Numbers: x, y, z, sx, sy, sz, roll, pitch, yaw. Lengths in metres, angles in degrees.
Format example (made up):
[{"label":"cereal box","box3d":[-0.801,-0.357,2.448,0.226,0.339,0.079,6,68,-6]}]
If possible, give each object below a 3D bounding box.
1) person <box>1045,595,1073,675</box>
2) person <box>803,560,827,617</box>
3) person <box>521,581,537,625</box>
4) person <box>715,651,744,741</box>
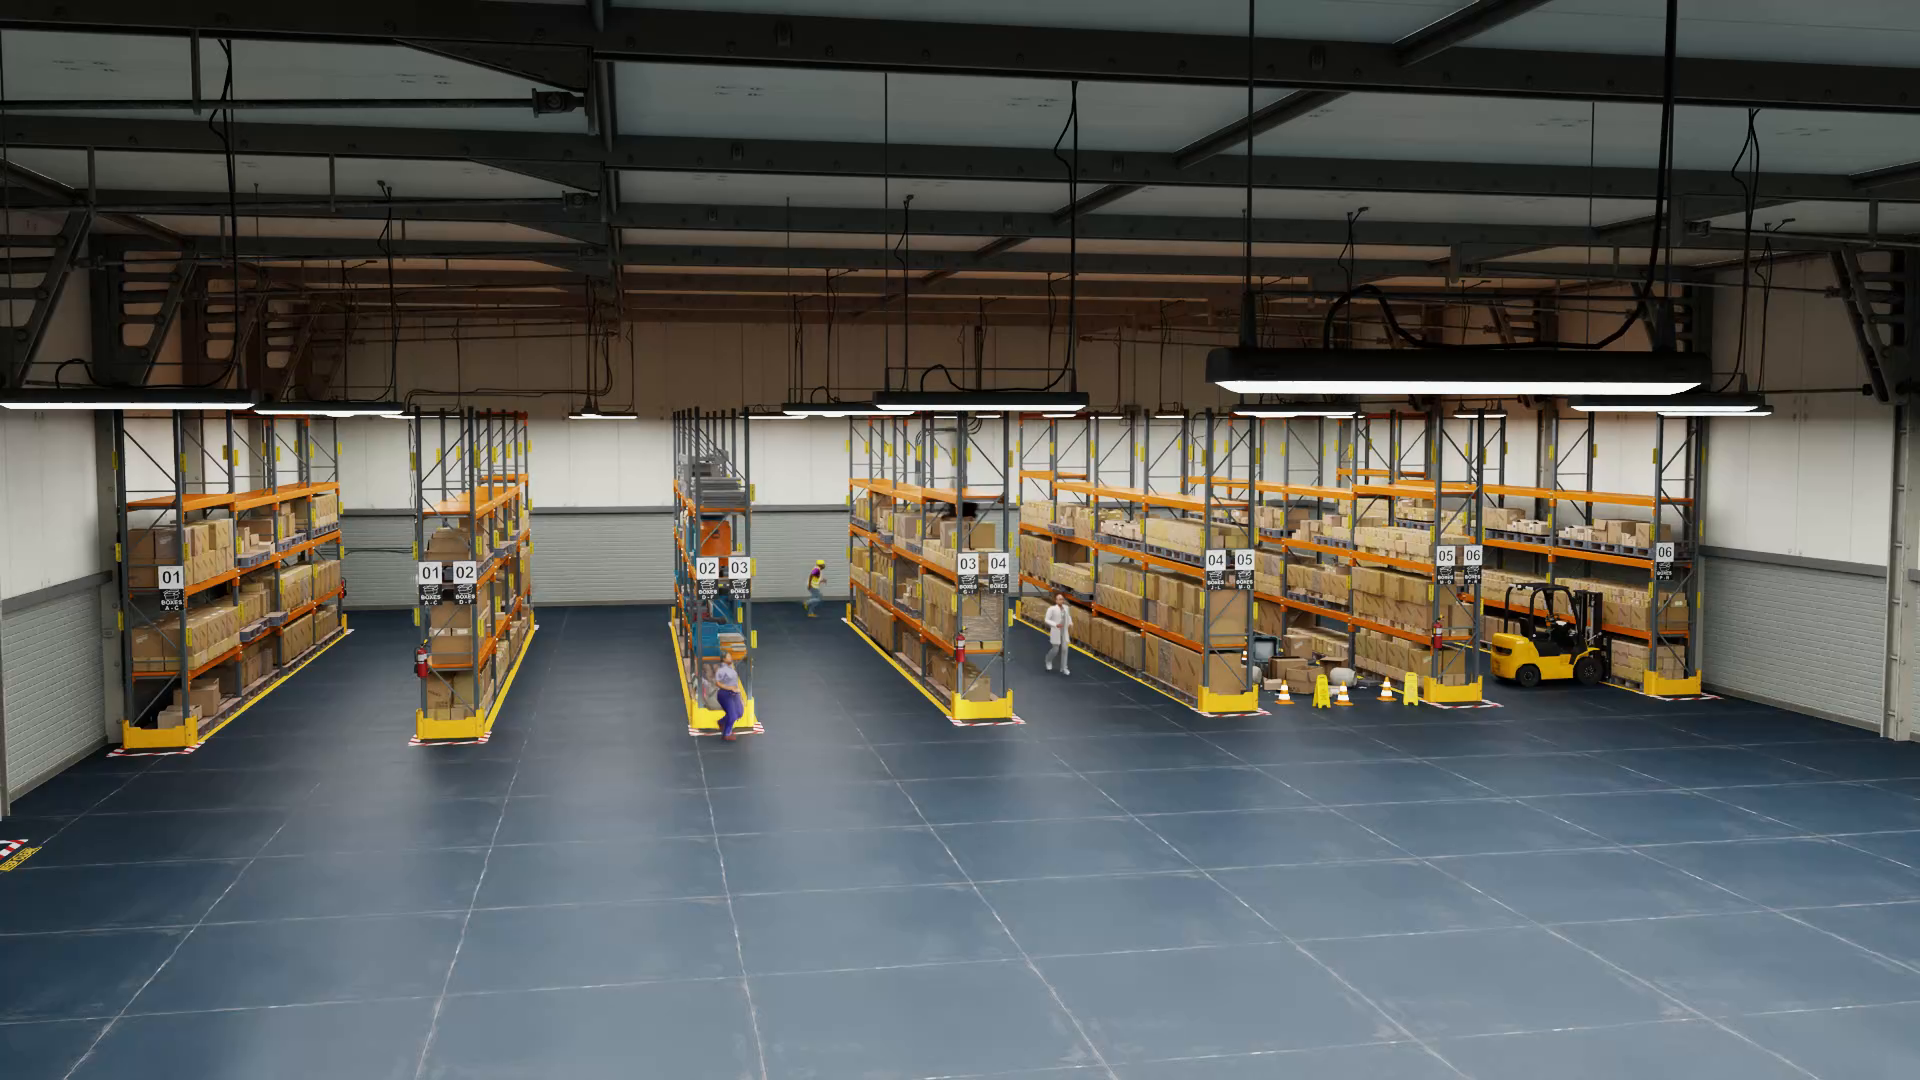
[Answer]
[{"label":"person","box3d":[2.251,2.138,37.936,0.726,1.791,0.925,-2,4,-25]},{"label":"person","box3d":[-4.256,1.420,48.876,0.734,1.685,0.689,-1,4,-13]},{"label":"person","box3d":[-12.351,1.553,46.986,0.815,1.707,0.629,0,4,0]},{"label":"person","box3d":[-4.154,2.807,29.900,0.538,1.578,0.603,1,4,18]}]
